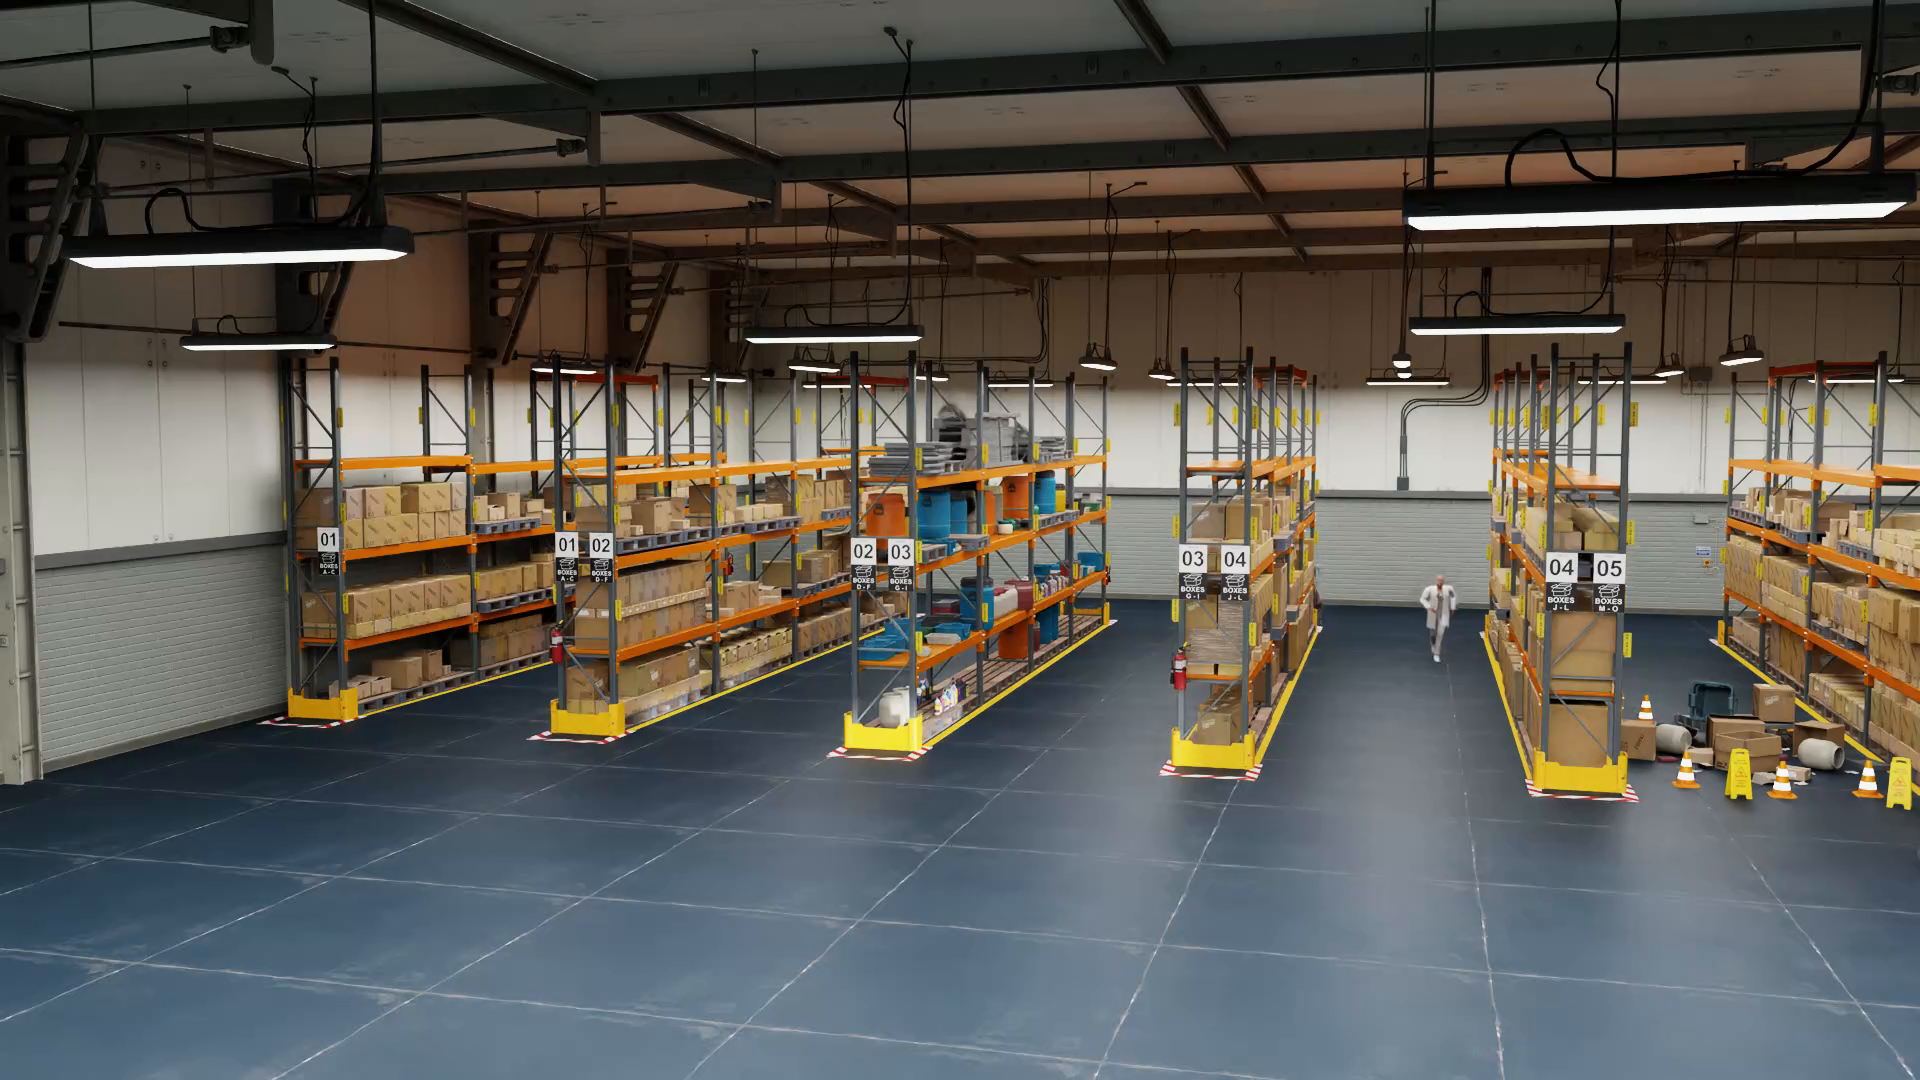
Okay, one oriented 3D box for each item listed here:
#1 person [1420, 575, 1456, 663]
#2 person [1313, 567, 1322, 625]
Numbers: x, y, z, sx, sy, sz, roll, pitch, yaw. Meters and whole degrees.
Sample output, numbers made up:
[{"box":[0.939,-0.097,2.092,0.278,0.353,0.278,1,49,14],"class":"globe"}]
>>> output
[{"box":[9.906,1.593,34.459,0.734,1.773,1.069,1,4,11],"class":"person"},{"box":[8.404,1.228,40.230,0.646,1.741,0.824,-3,5,-40],"class":"person"}]
